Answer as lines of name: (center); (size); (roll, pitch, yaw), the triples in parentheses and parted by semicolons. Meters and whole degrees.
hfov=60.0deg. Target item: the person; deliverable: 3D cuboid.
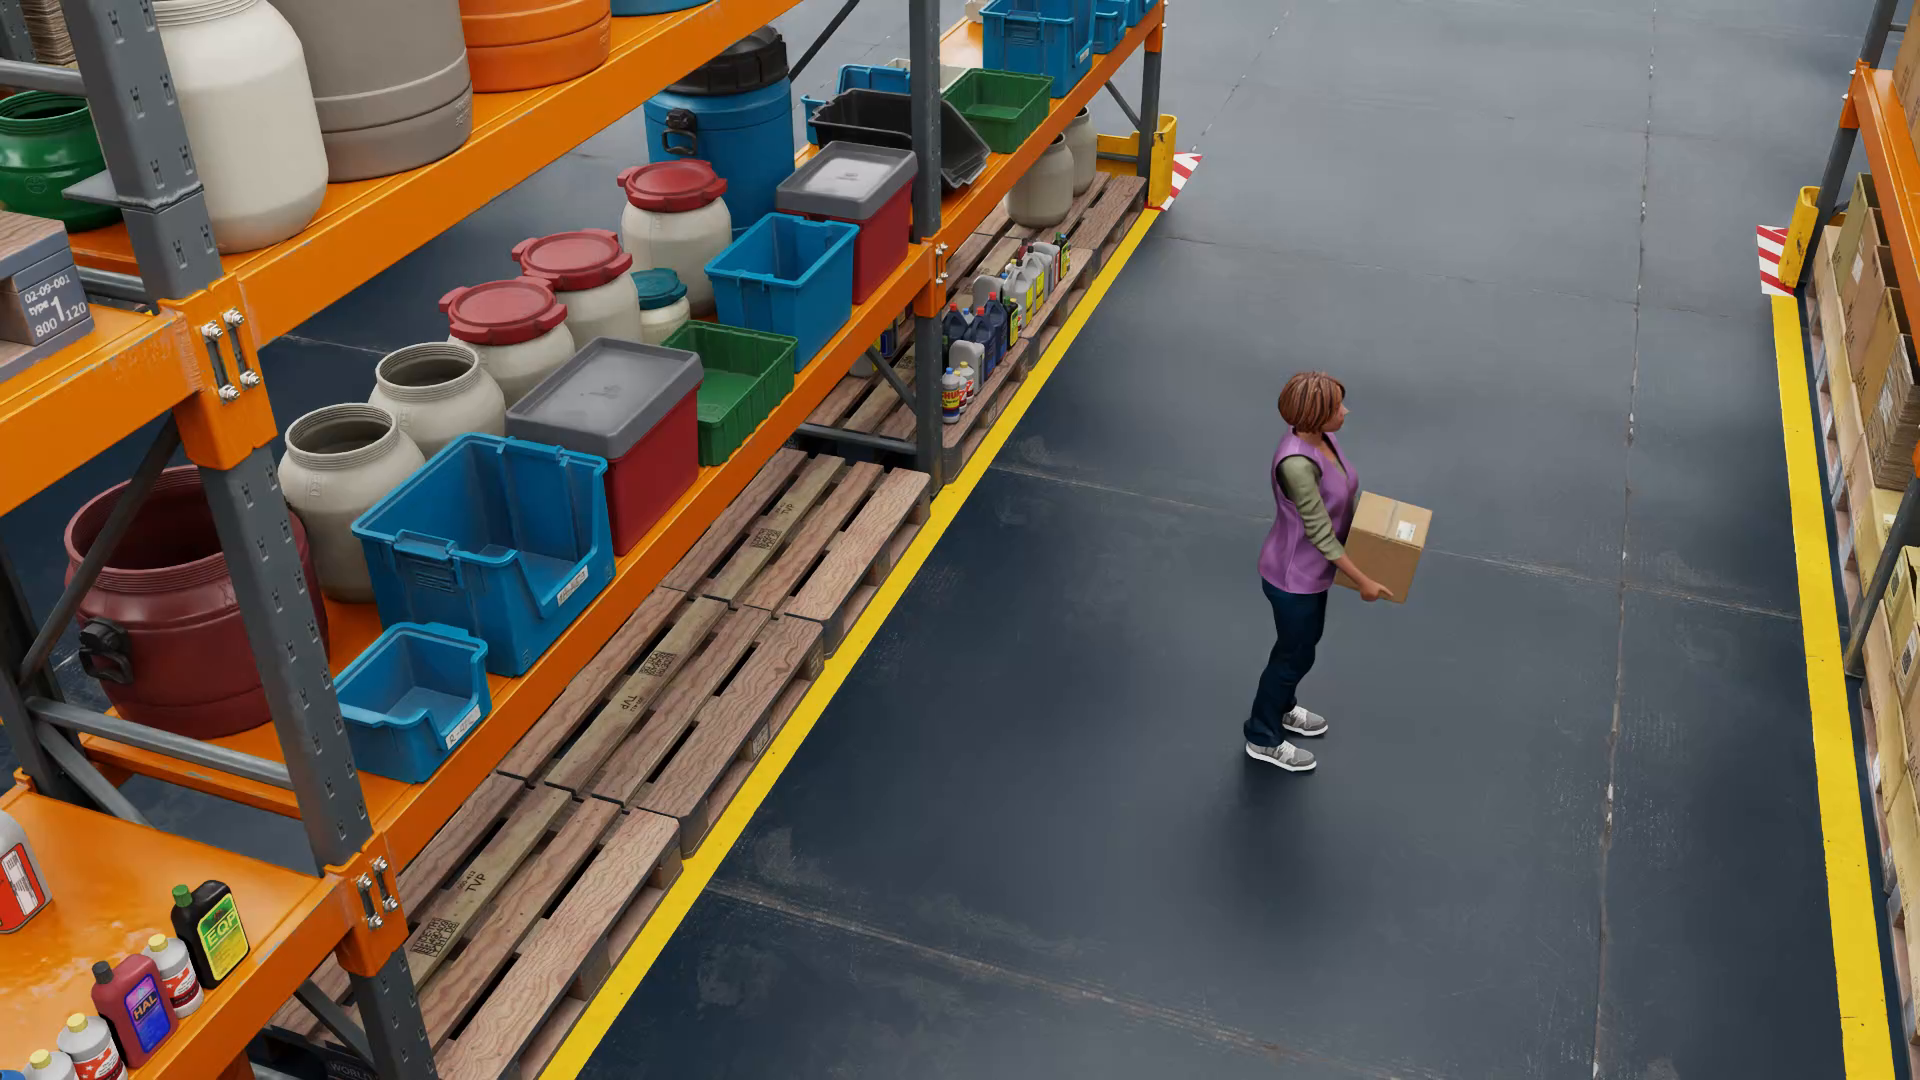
person: (1.312, 0.133, 5.956); (0.494, 1.593, 0.404); (12, 36, 17)
